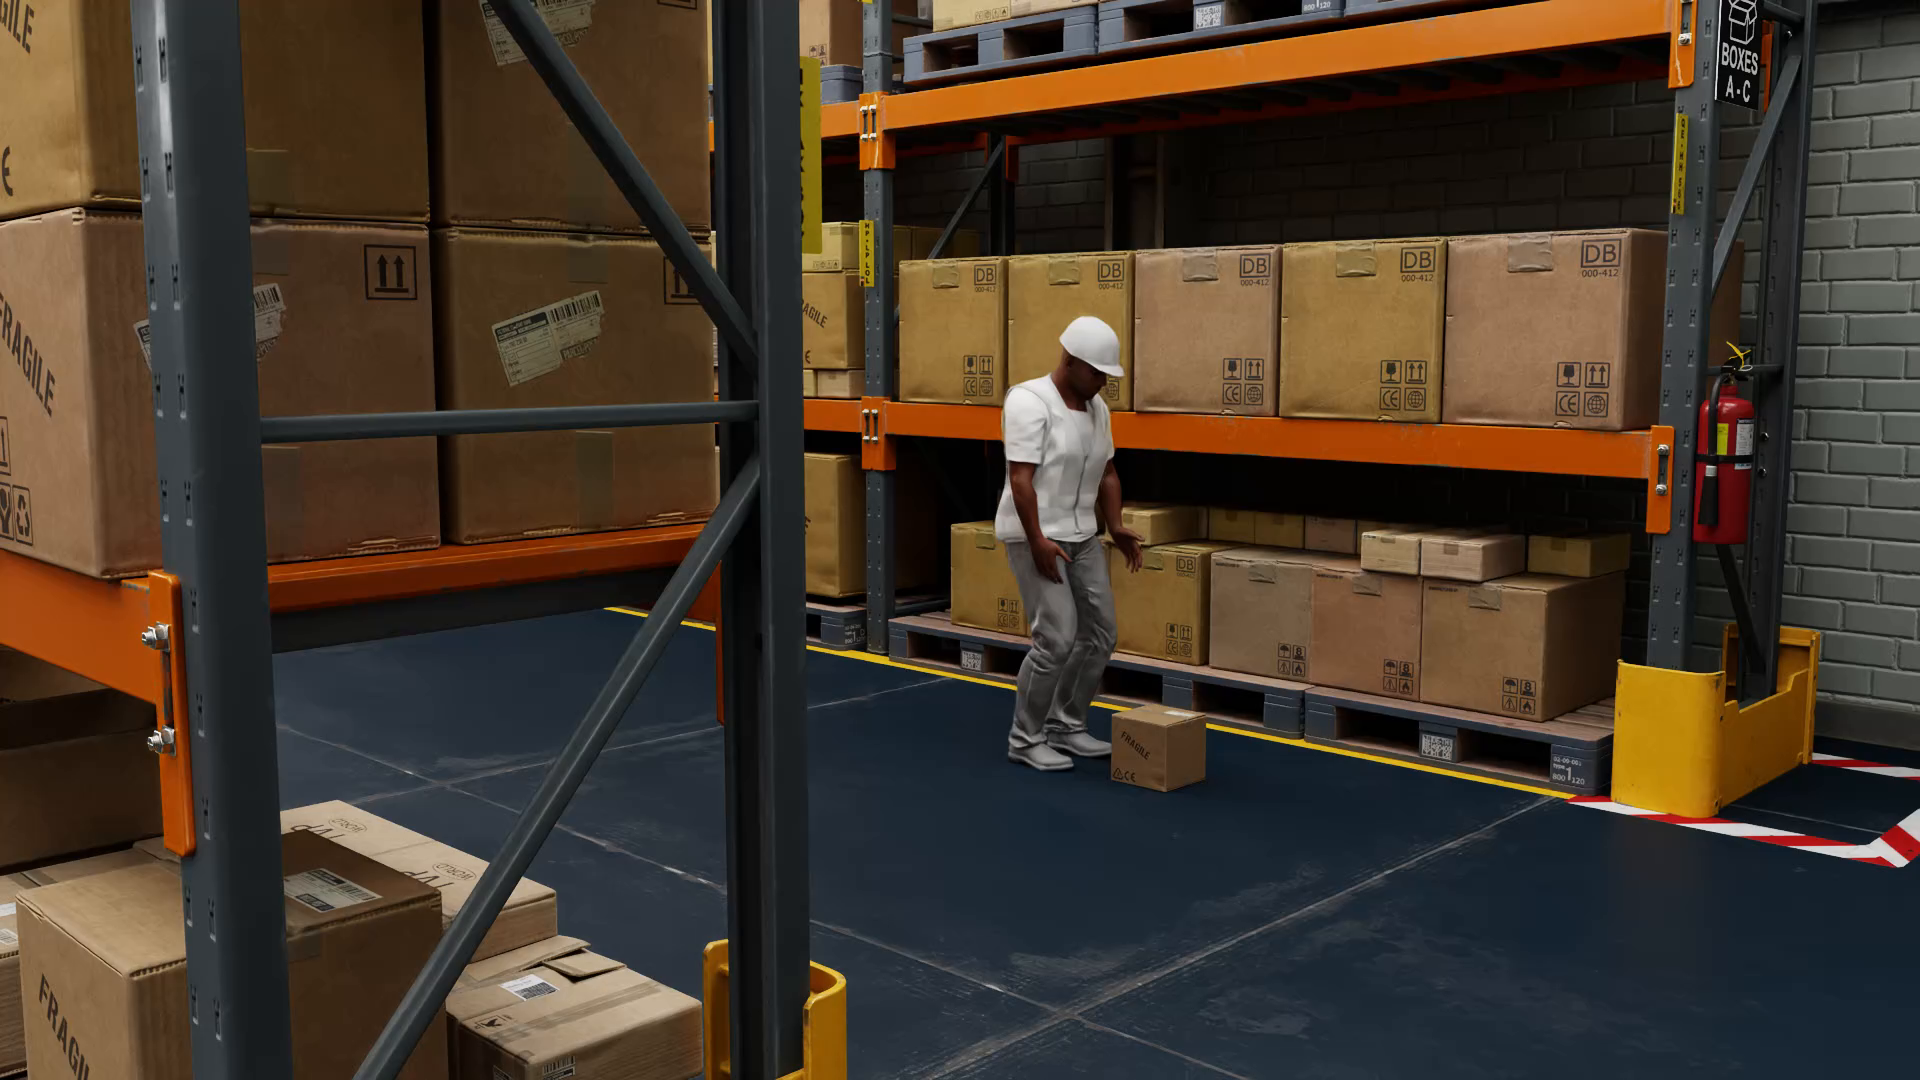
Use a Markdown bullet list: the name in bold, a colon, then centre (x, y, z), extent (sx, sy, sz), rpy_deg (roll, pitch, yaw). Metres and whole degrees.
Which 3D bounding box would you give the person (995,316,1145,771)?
- **person**: centre (0.413, 0.003, 6.388), extent (0.471, 1.708, 0.595), rpy_deg (7, 10, 44)
